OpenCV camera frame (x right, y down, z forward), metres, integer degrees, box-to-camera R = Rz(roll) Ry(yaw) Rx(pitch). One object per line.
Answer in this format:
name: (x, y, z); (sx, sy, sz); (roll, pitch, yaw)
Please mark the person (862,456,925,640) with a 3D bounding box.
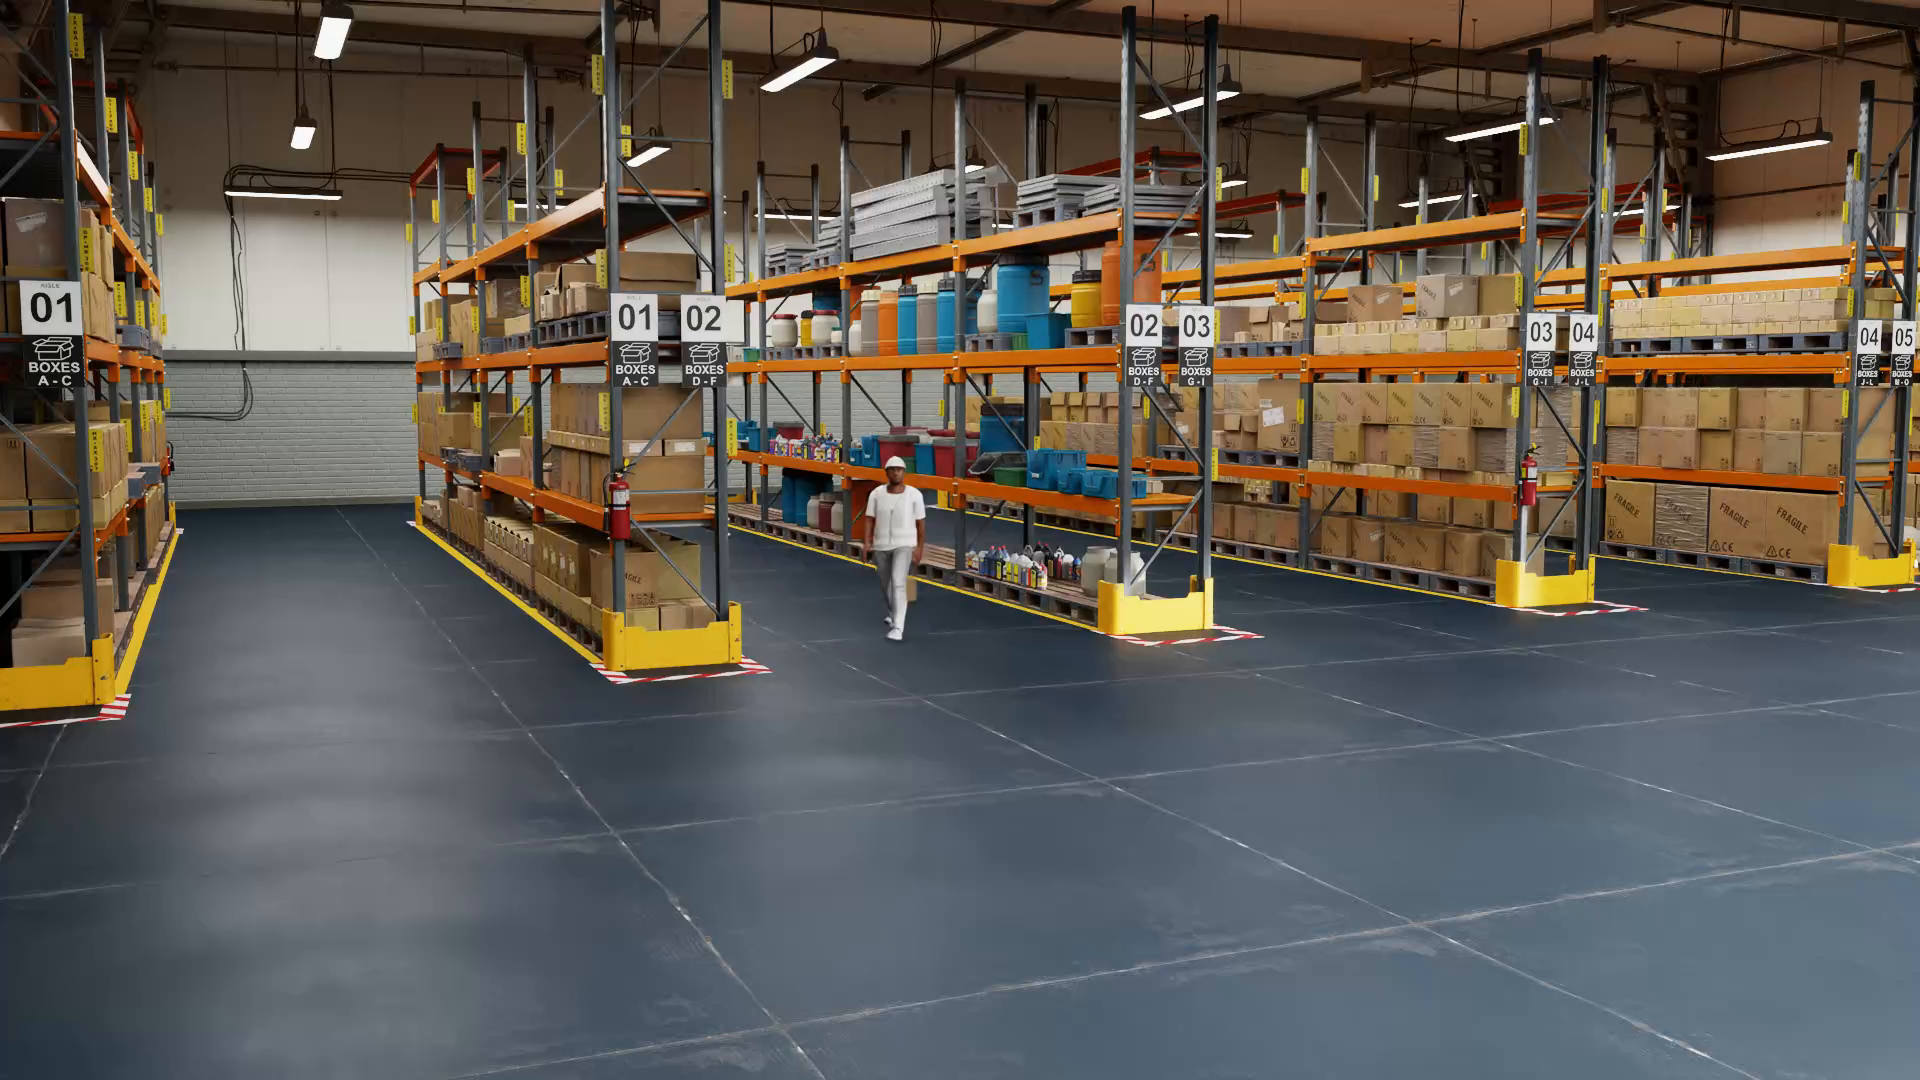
person: (-0.639, 0.061, 15.966); (0.552, 1.725, 1.038); (1, 6, 15)
